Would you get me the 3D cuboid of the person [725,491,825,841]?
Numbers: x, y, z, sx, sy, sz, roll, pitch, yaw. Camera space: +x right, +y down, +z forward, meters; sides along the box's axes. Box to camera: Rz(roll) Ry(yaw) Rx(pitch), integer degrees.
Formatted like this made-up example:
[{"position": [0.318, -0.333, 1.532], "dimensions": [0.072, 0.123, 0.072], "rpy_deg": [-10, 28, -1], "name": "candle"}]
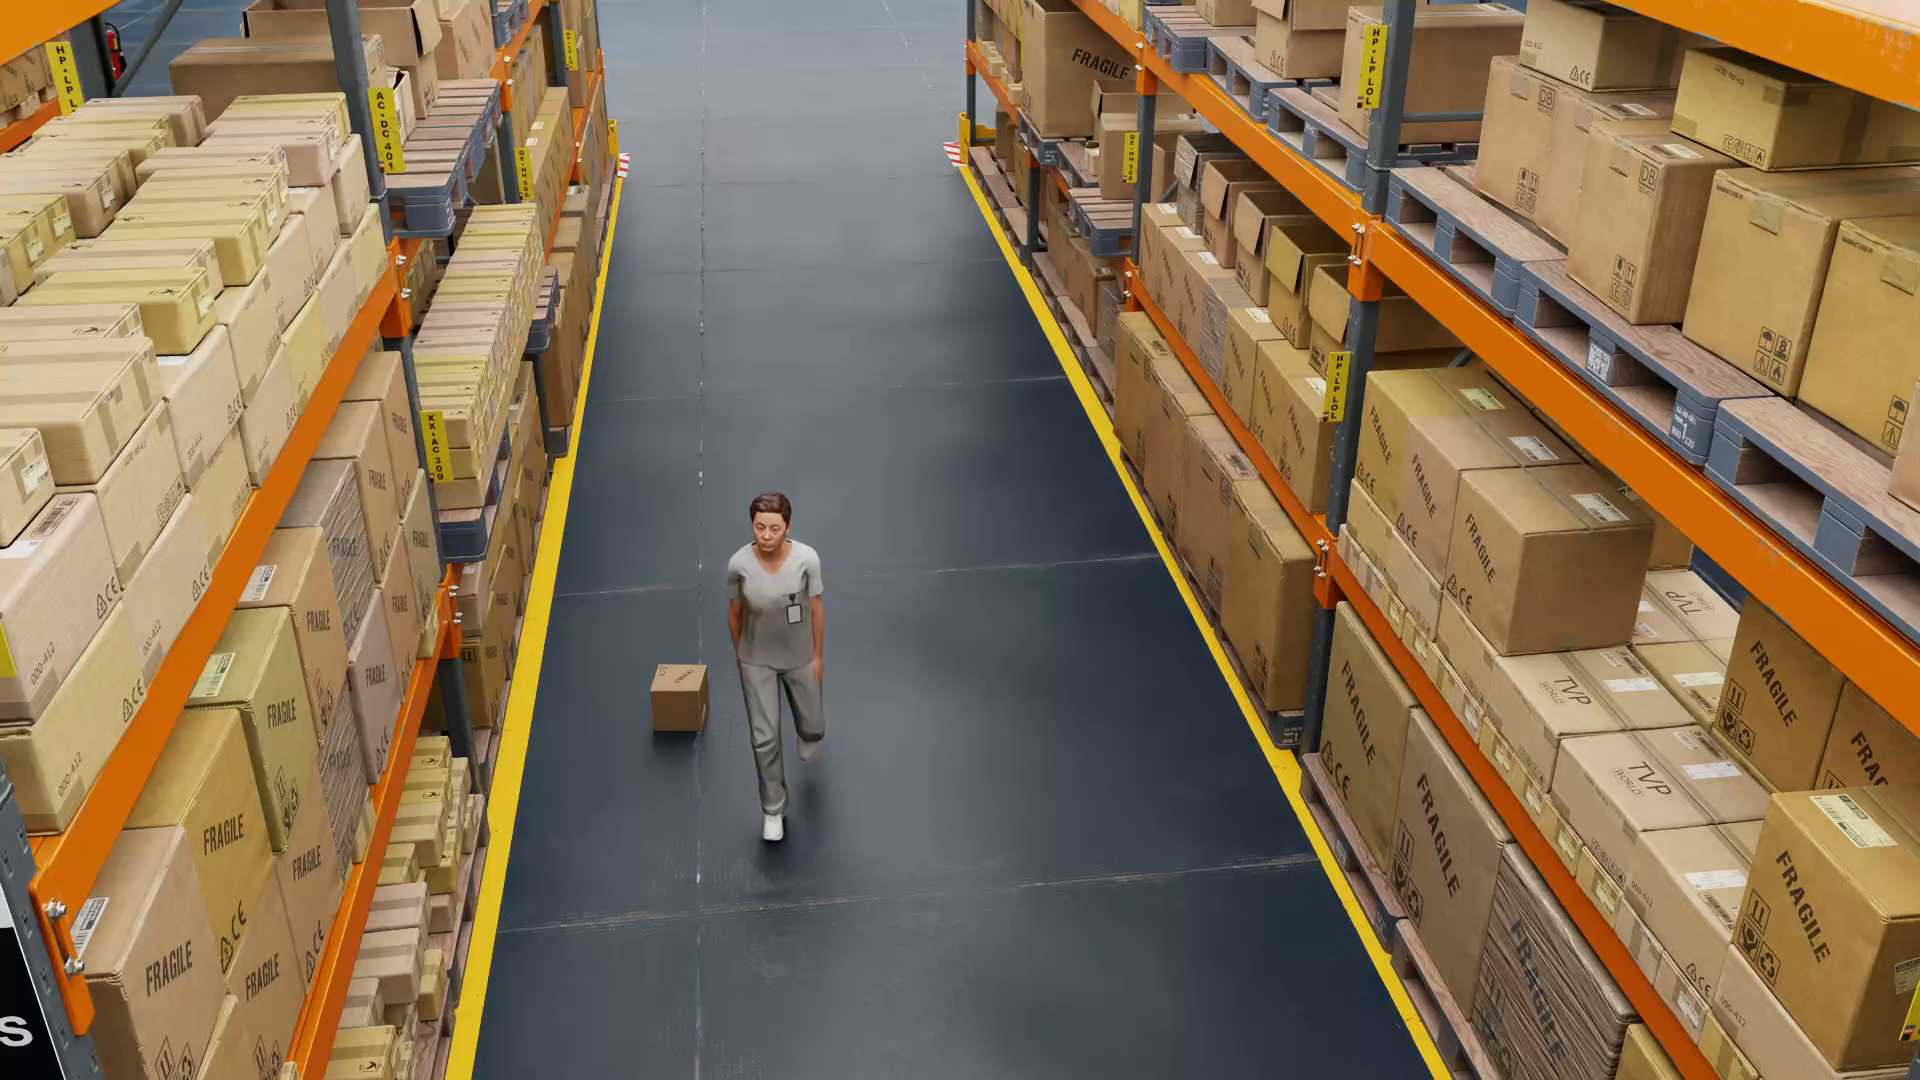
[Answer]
[{"position": [-0.834, 0.503, 7.619], "dimensions": [0.438, 1.651, 0.752], "rpy_deg": [-3, 27, -6], "name": "person"}]
